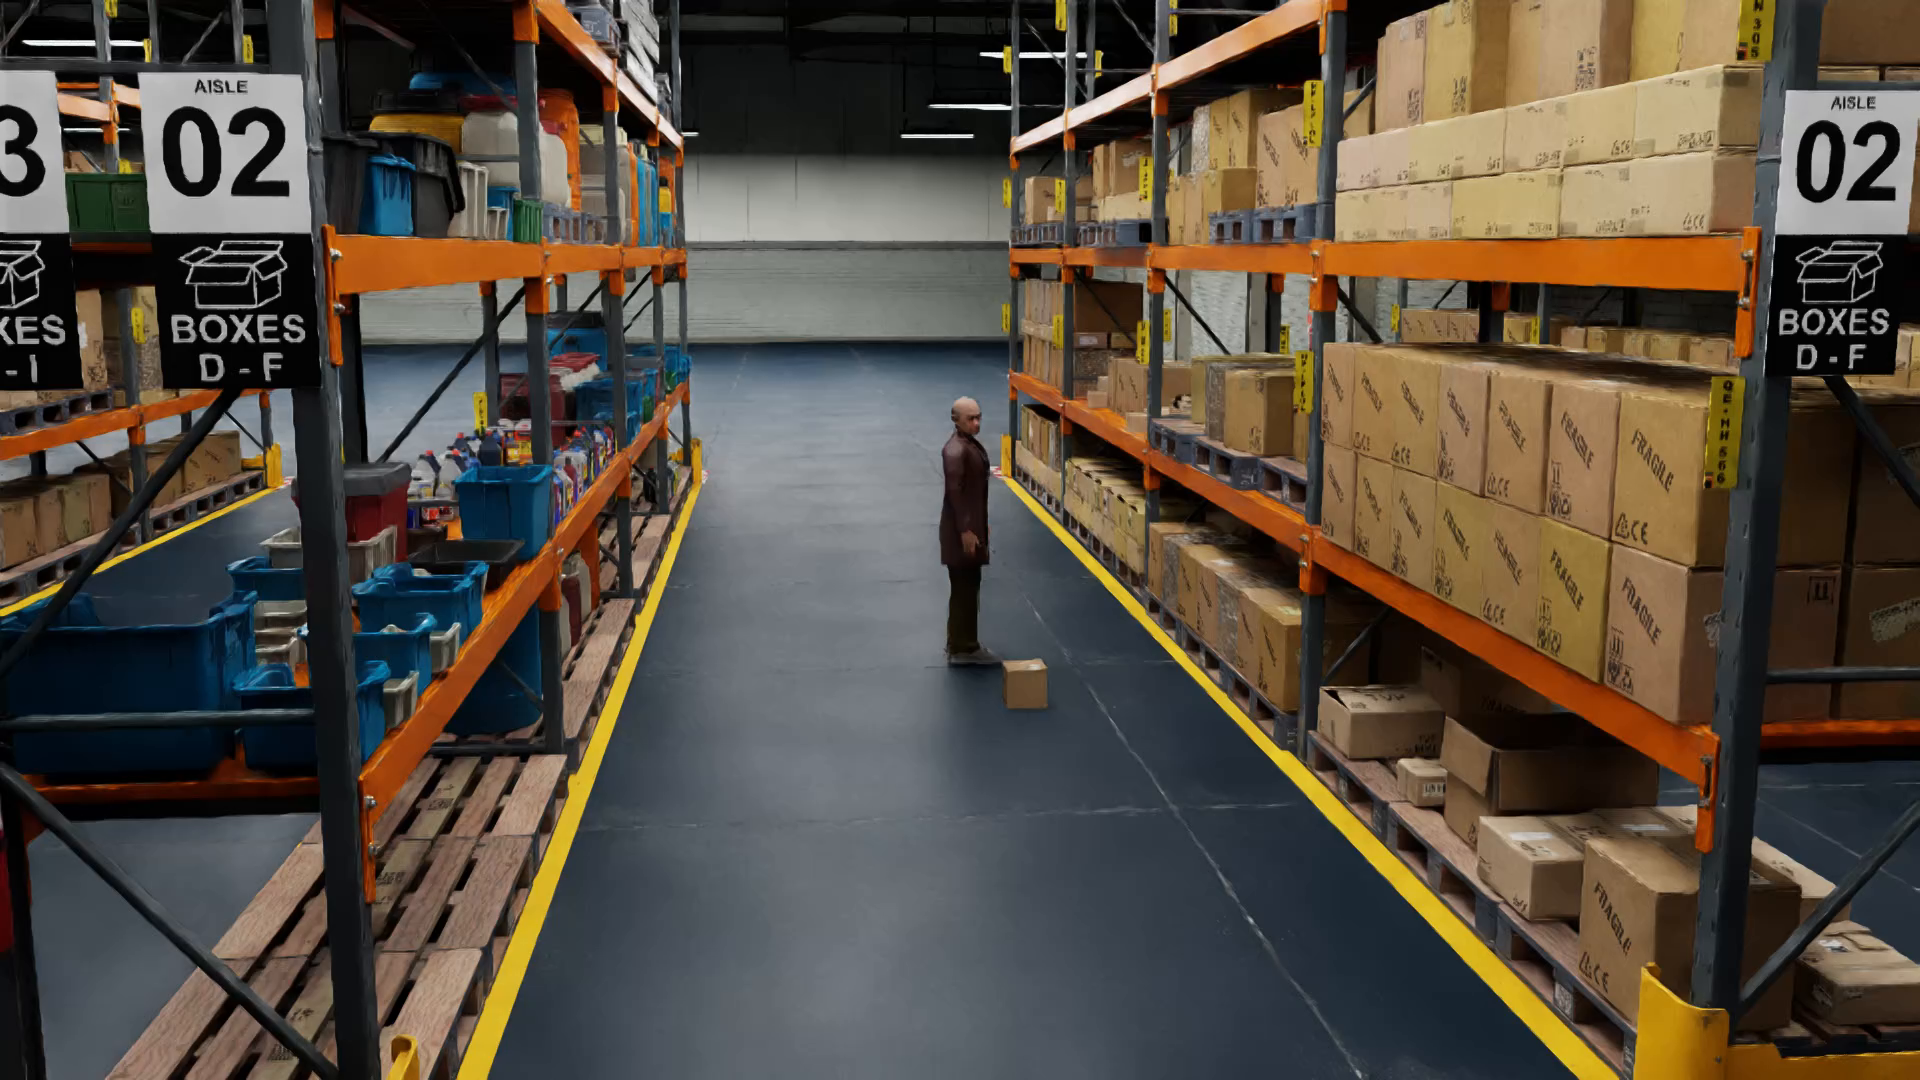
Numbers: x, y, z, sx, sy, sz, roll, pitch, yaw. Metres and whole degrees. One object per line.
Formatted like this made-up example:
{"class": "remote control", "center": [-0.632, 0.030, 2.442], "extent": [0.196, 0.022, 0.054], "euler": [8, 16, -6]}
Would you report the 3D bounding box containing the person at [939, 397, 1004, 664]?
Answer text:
{"class": "person", "center": [0.085, -0.044, 11.168], "extent": [0.435, 1.830, 0.634], "euler": [2, 10, 10]}
